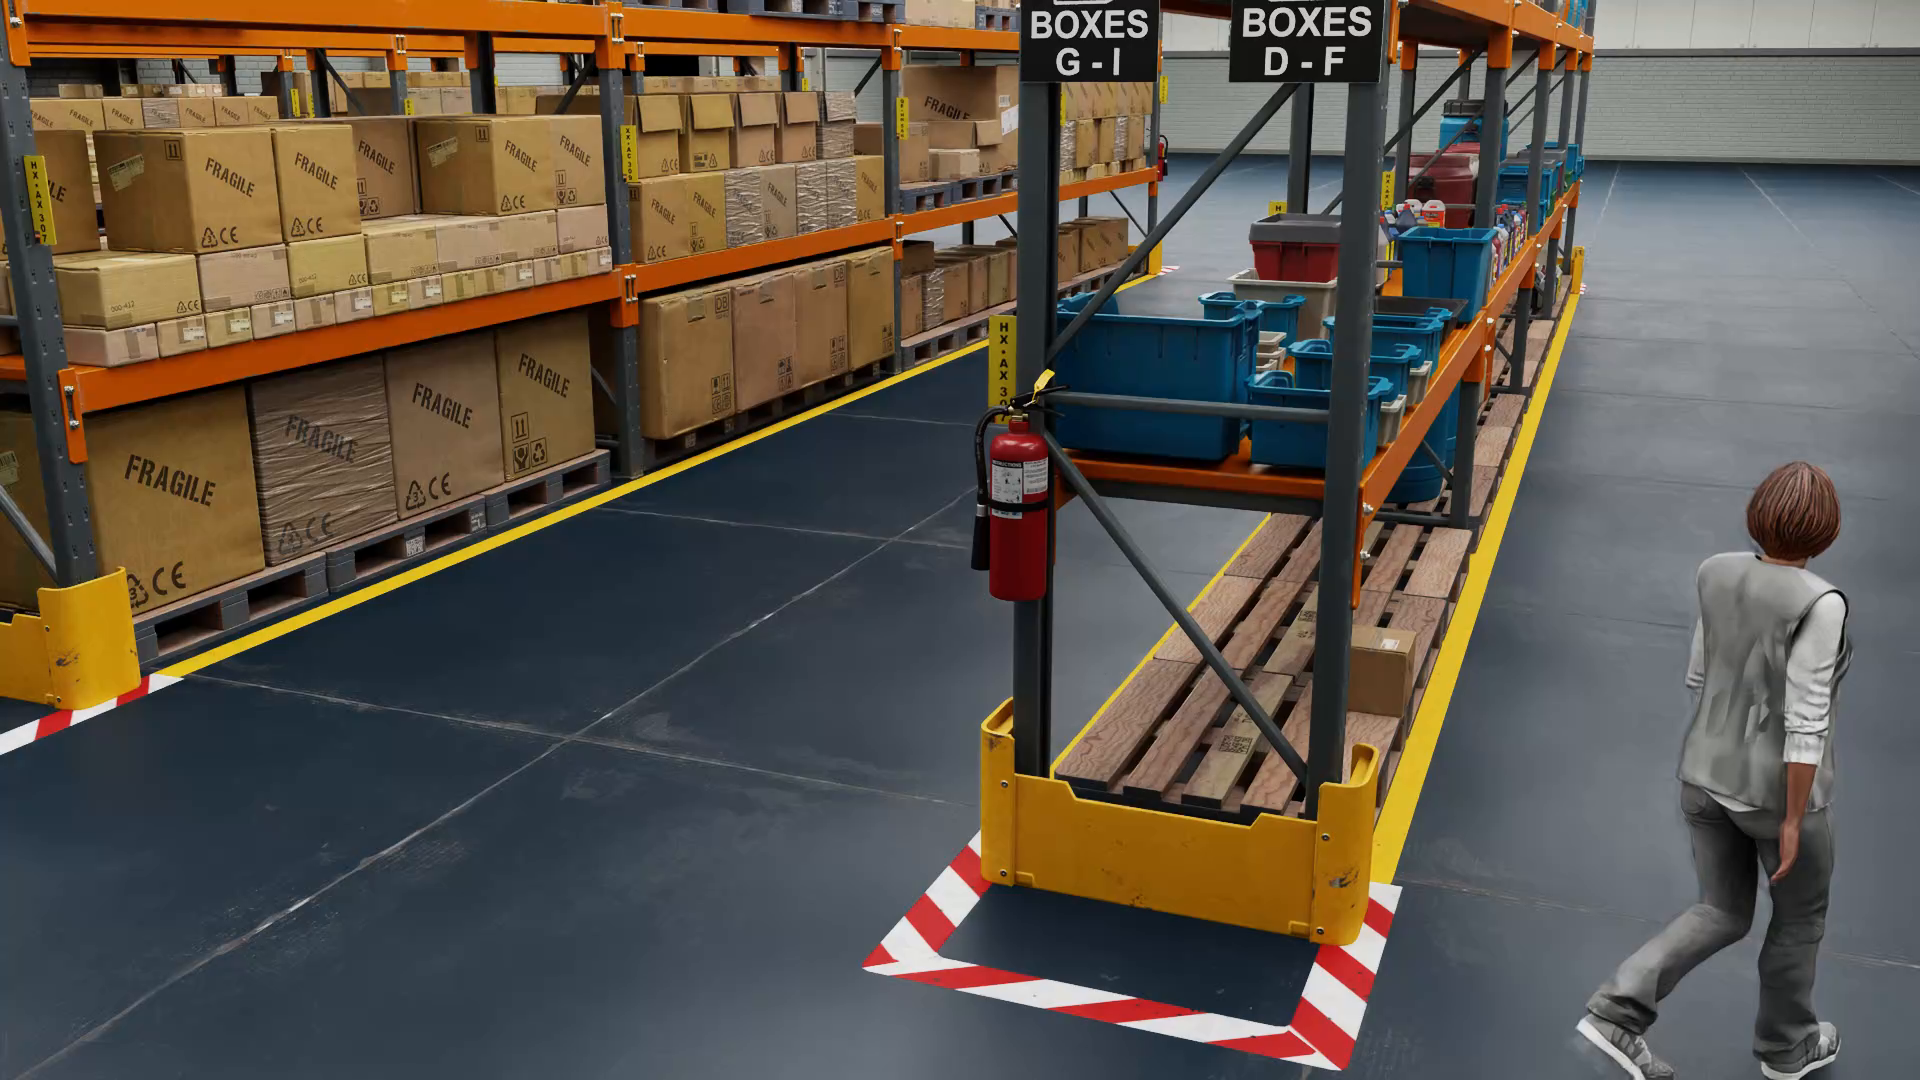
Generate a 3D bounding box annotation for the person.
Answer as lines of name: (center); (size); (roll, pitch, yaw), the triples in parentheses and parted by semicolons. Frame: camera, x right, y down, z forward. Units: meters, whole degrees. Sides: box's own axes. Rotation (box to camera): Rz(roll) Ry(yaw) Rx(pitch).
person: (1.862, 0.588, 3.937); (0.787, 1.553, 0.442); (-7, 17, -23)
